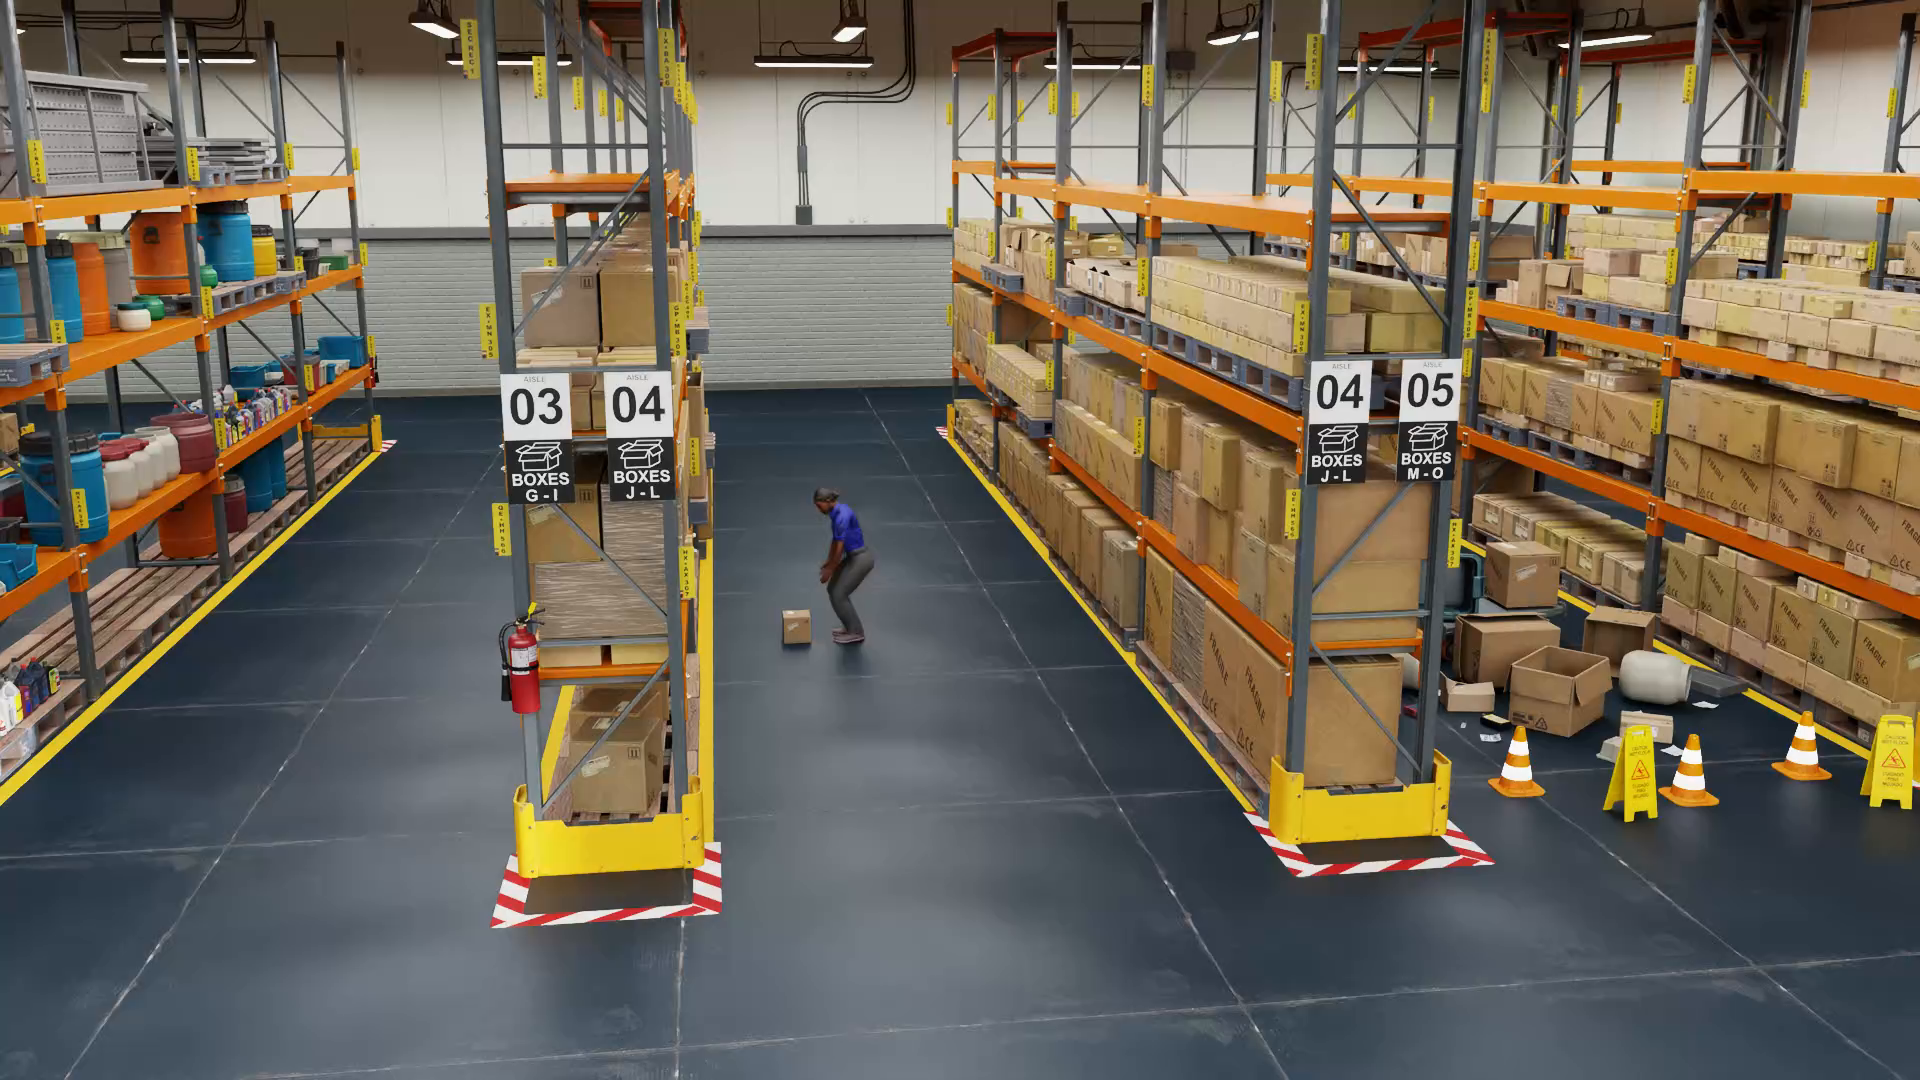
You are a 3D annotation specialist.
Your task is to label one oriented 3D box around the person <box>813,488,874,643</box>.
[{"bbox_3d":[-1.076,0.225,15.495,0.556,1.464,0.490,-2,13,-8],"label":"person"}]
